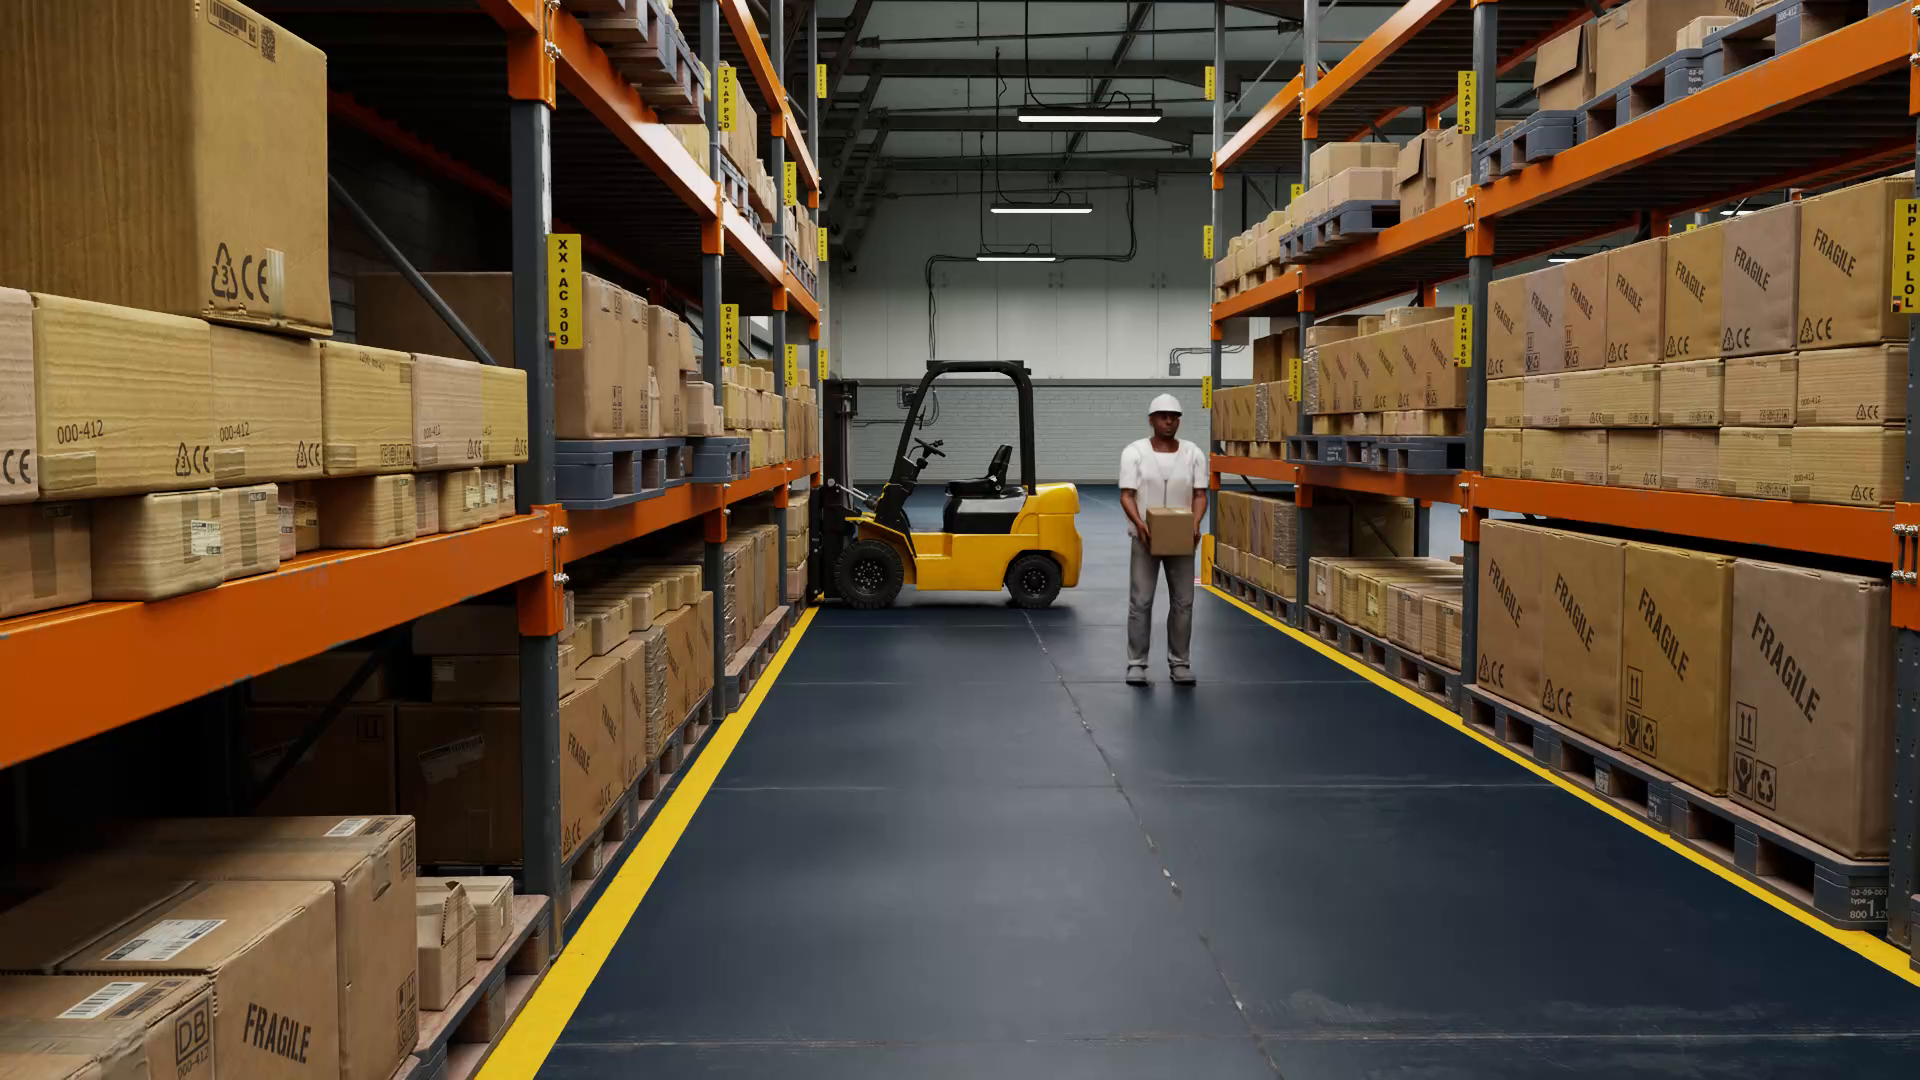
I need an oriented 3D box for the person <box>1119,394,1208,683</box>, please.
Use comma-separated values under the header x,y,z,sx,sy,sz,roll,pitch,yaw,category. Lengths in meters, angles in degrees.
x,y,z,sx,sy,sz,roll,pitch,yaw,category
1.251,-0.007,10.146,0.553,1.769,0.532,0,4,-2,person
